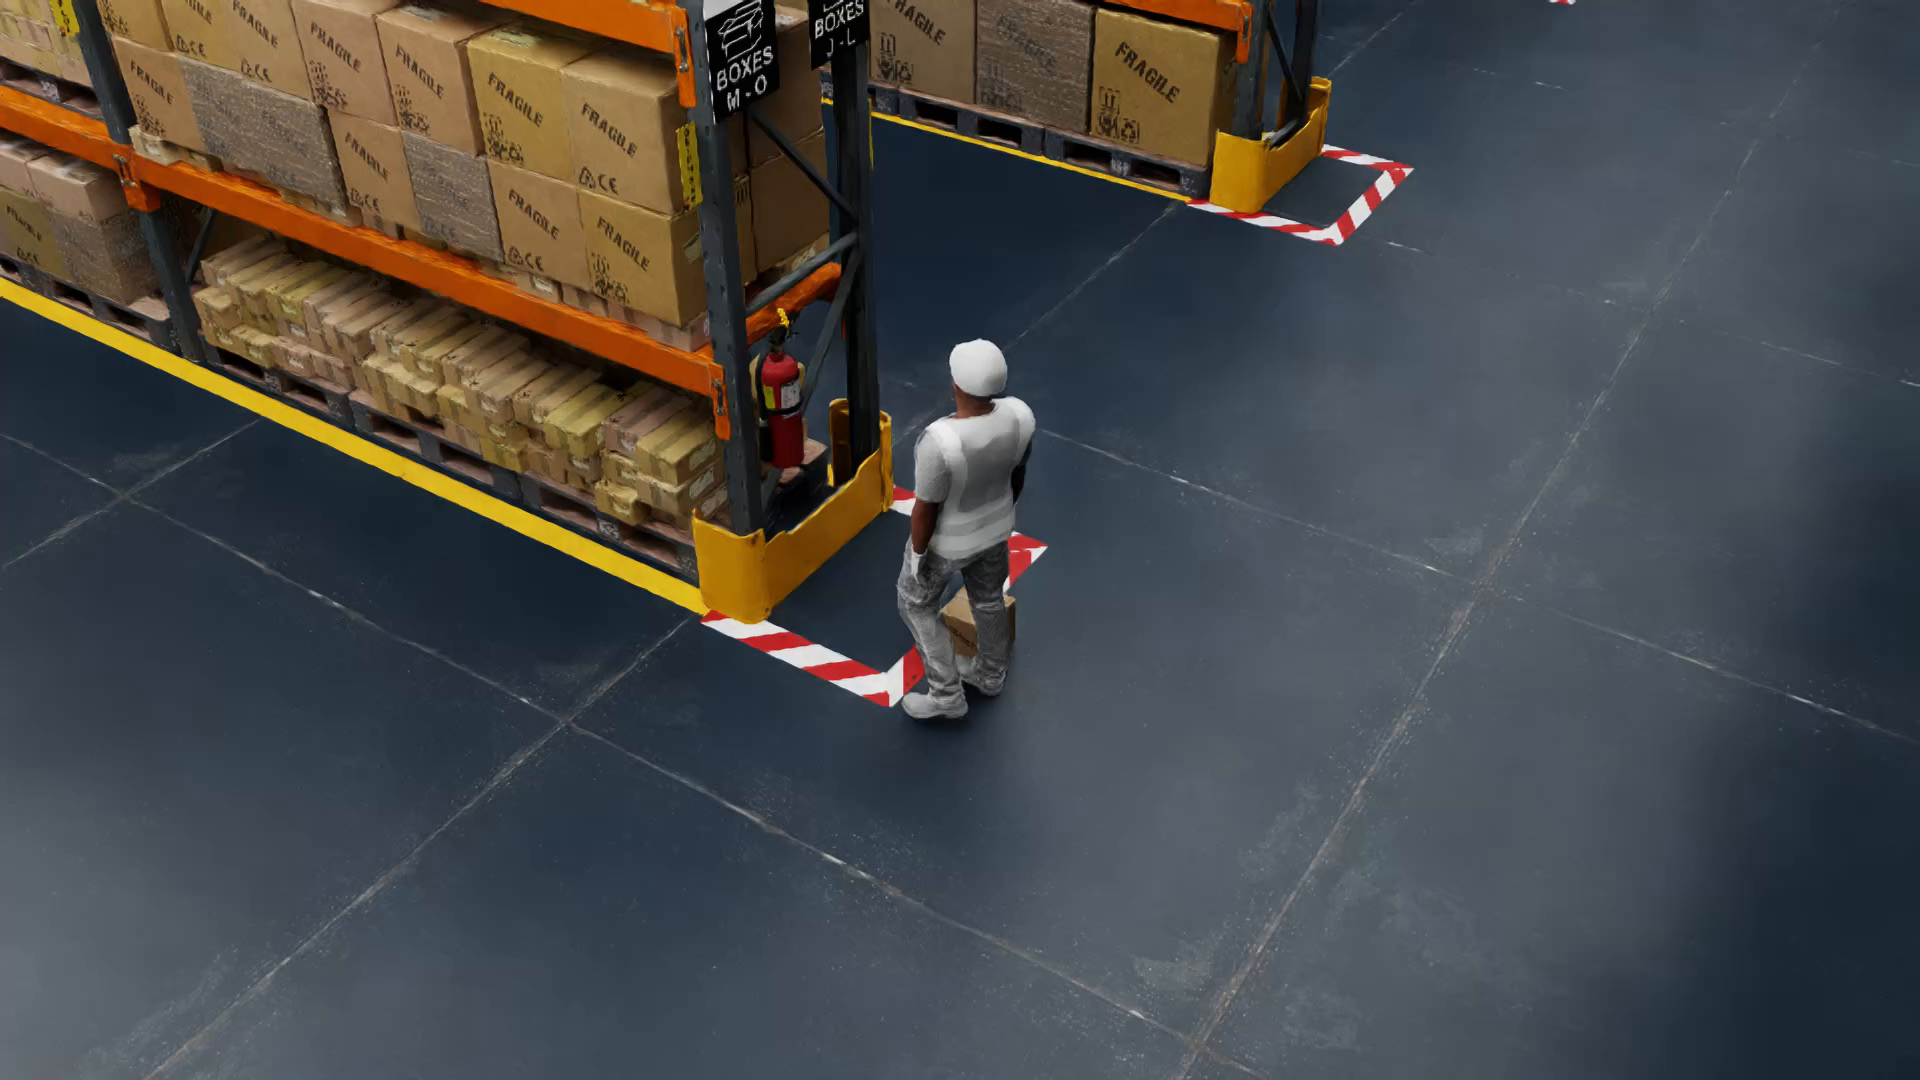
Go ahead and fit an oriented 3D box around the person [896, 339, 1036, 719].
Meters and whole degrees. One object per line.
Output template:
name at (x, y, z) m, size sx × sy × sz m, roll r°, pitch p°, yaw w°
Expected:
person at (0.013, -0.038, 6.685) m, size 0.585 × 1.786 × 0.400 m, roll -24°, pitch 44°, yaw -27°
